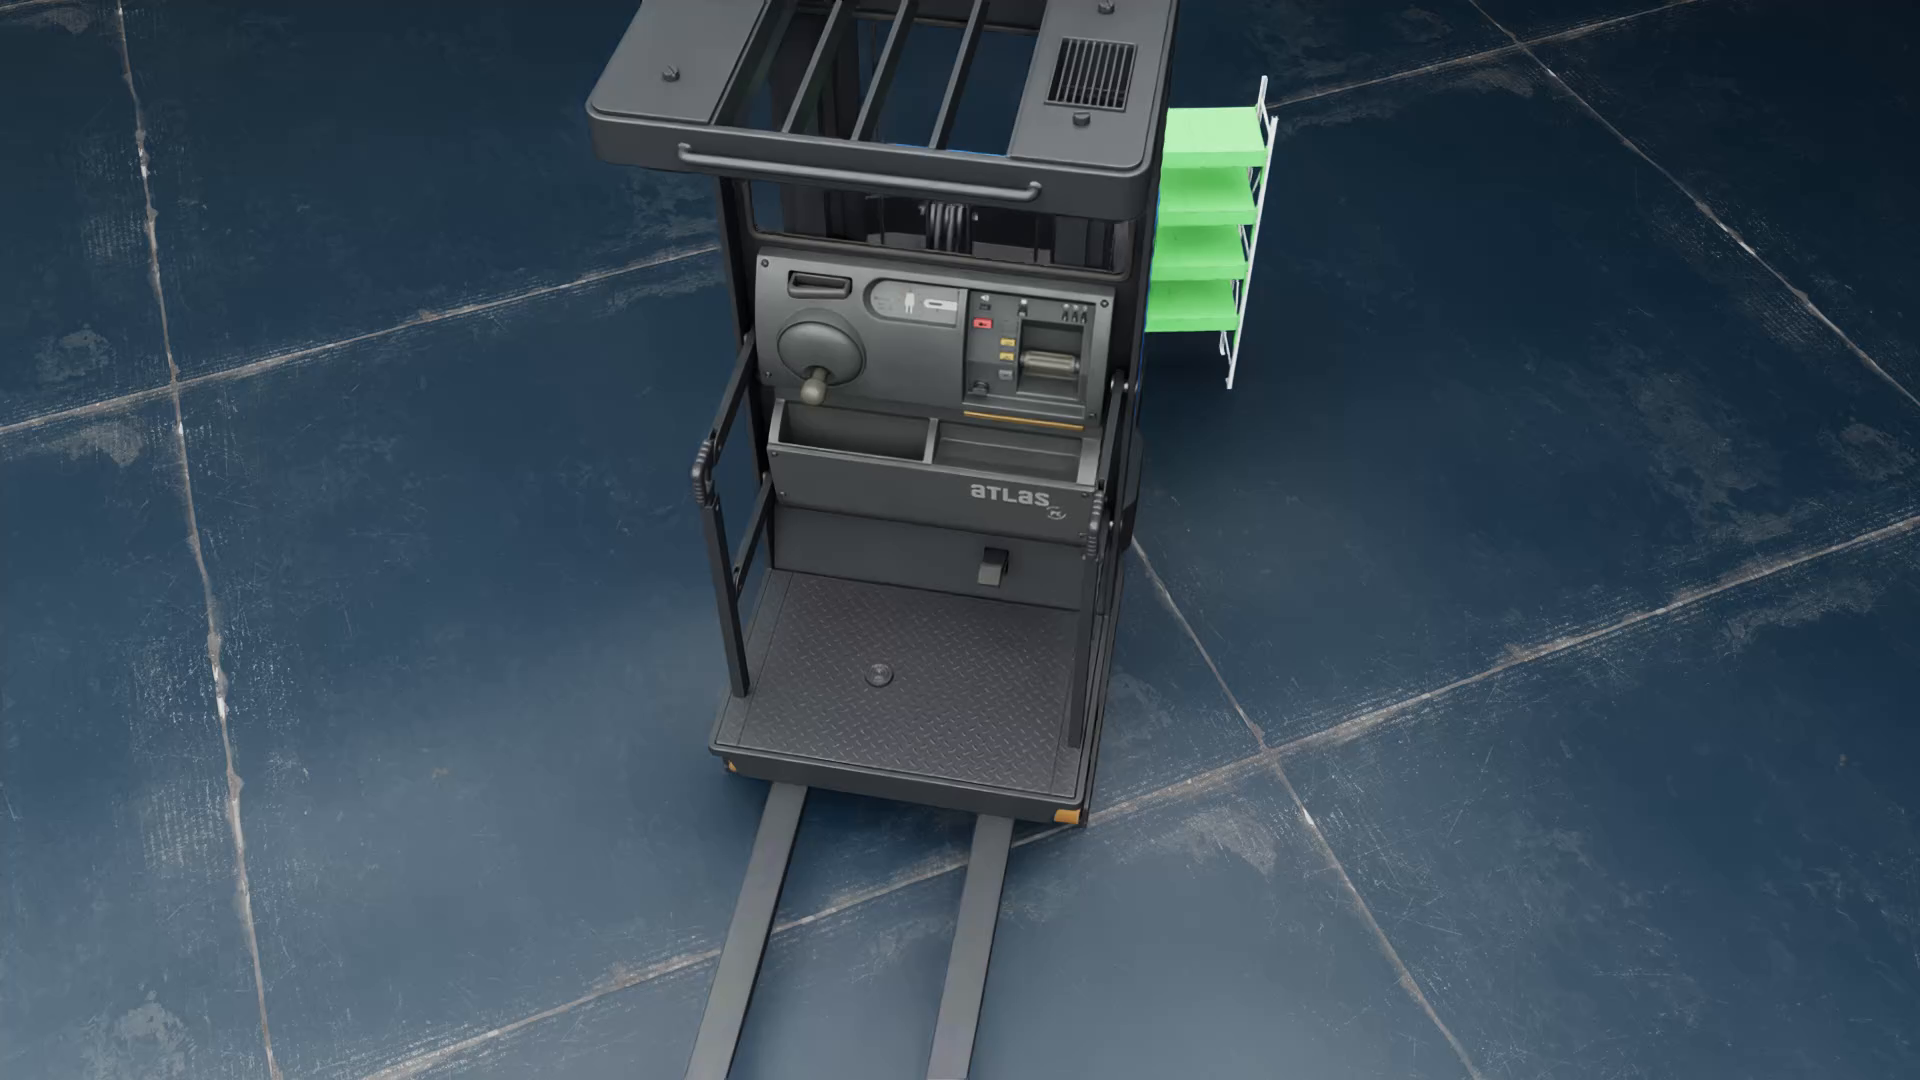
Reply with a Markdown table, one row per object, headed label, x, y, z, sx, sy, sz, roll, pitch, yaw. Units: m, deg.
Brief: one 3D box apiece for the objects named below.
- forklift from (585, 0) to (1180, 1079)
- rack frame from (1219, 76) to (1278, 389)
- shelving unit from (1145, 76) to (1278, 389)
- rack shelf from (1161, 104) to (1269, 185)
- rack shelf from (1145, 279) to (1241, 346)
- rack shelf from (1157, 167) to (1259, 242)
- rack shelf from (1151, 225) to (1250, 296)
| label | x | y | z | sx | sy | sz | roll | pitch | yaw |
| --- | --- | --- | --- | --- | --- | --- | --- | --- | --- |
| forklift | -0.110 | -0.409 | 4.170 | 1.130 | 2.935 | 3.031 | 8 | 50 | 7 |
| rack frame | 1.007 | -1.048 | 5.859 | 0.015 | 1.200 | 0.240 | -1 | 49 | -1 |
| shelving unit | 0.763 | -1.042 | 5.854 | 0.503 | 1.200 | 0.258 | -1 | 49 | -1 |
| rack shelf | 0.763 | -1.313 | 5.538 | 0.480 | 0.148 | 0.258 | -1 | 49 | -1 |
| rack shelf | 0.763 | -0.844 | 6.085 | 0.480 | 0.148 | 0.258 | -1 | 49 | -1 |
| rack shelf | 0.763 | -1.157 | 5.720 | 0.480 | 0.148 | 0.258 | -1 | 49 | -1 |
| rack shelf | 0.763 | -1.001 | 5.903 | 0.480 | 0.148 | 0.258 | -1 | 49 | -1 |
